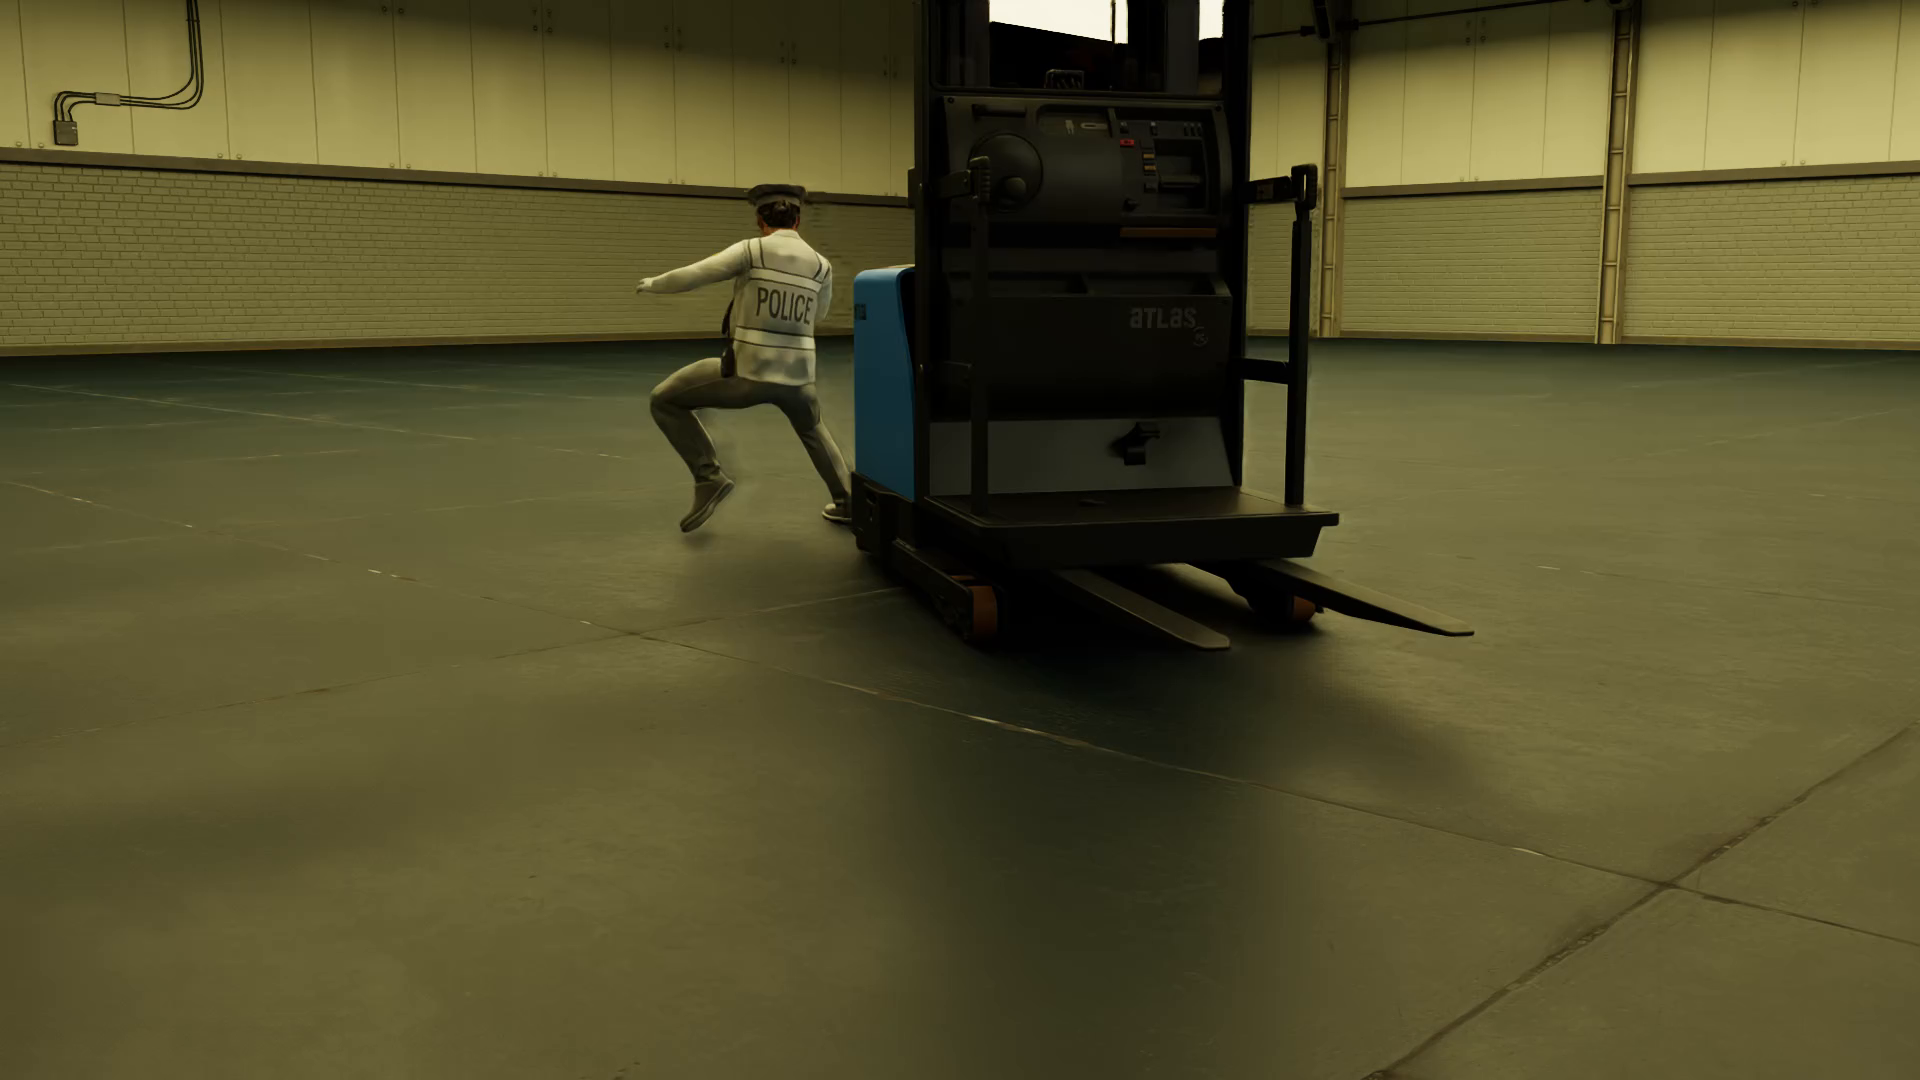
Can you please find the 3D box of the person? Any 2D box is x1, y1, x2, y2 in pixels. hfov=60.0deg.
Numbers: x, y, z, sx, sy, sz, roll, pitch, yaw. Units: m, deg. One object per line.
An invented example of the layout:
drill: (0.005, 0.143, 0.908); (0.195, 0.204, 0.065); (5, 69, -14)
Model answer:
person: (-0.822, -0.746, 6.869); (0.921, 1.415, 0.721); (-4, 10, -27)

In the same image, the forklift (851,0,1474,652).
forklift: (0.461, -1.221, 4.983); (1.130, 2.935, 3.031); (-2, 9, -15)
